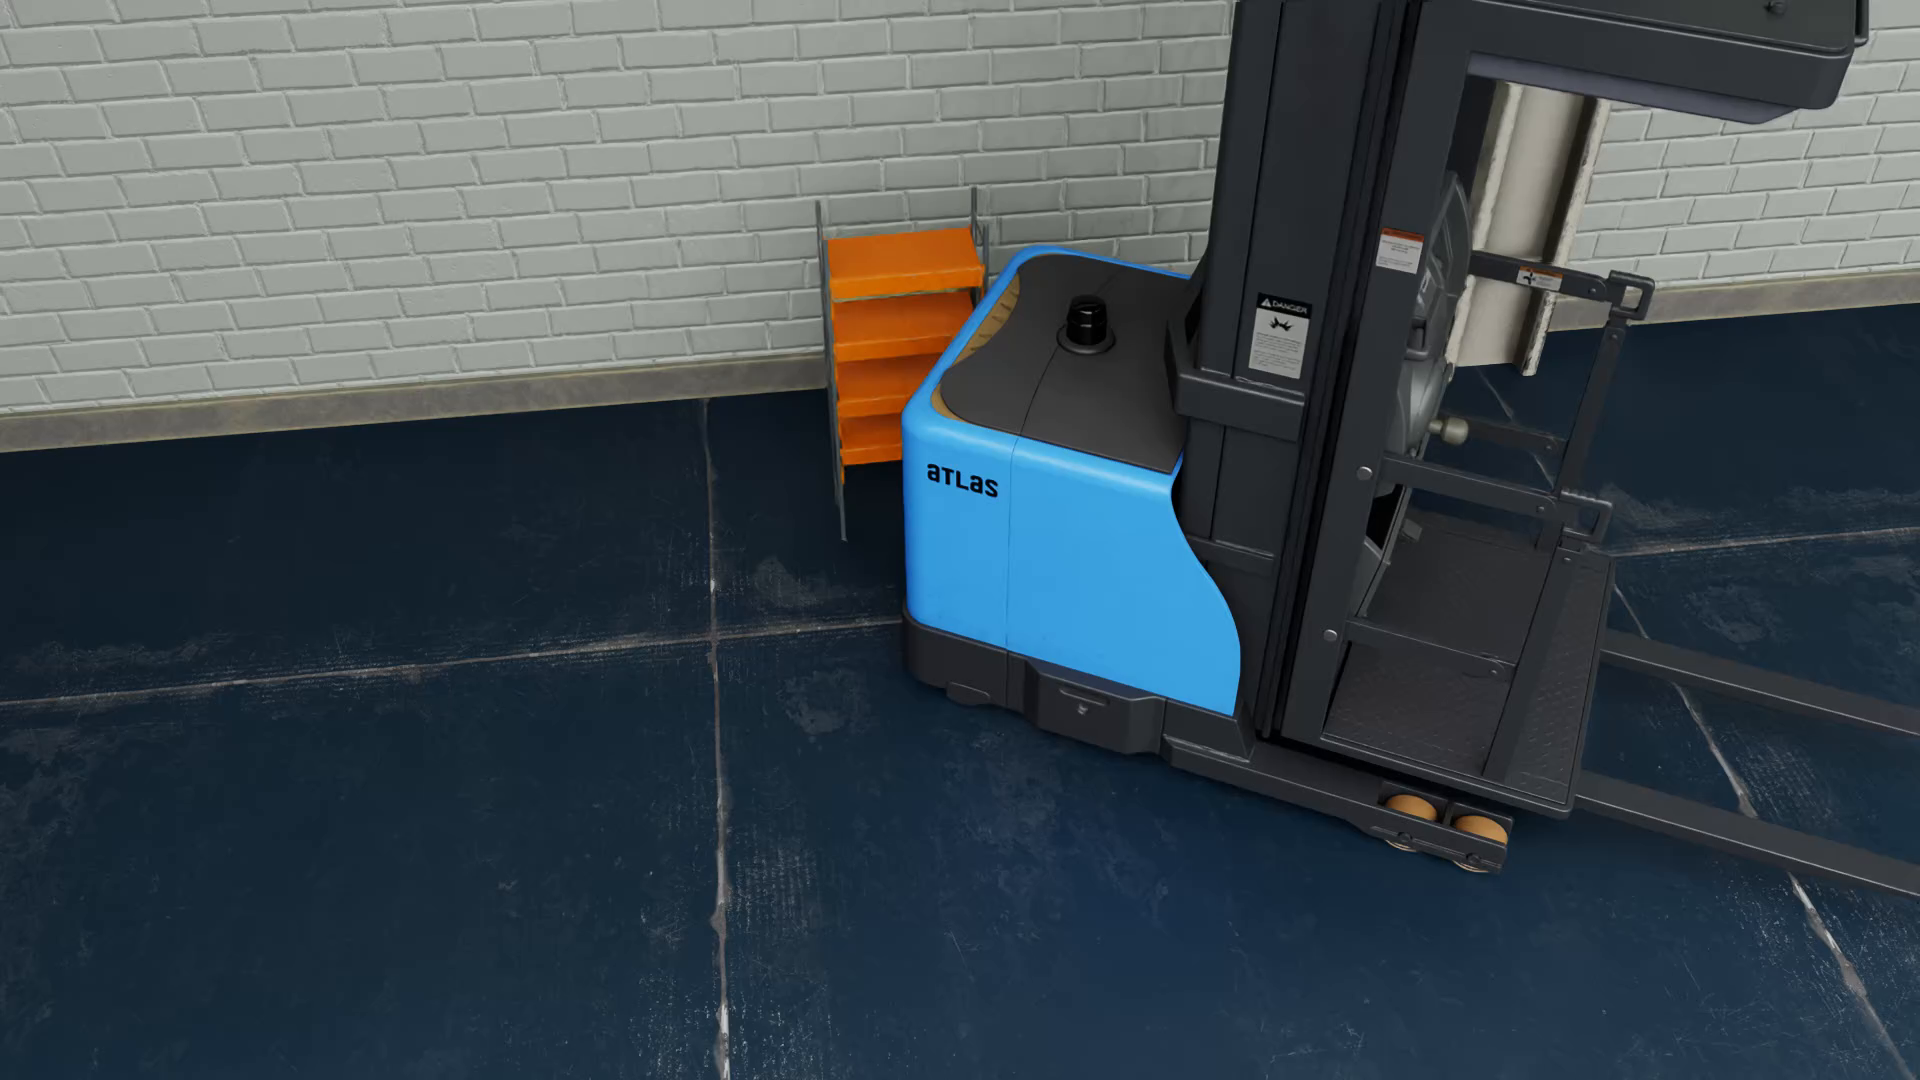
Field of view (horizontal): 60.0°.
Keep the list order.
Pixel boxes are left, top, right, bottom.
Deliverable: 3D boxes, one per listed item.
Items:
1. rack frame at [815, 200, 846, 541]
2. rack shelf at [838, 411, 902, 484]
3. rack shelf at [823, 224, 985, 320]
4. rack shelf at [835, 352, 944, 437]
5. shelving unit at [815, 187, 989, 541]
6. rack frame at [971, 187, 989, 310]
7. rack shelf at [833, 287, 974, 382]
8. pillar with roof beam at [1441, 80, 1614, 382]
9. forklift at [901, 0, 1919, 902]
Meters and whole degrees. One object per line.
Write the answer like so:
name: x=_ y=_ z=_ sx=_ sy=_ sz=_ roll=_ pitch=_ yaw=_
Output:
rack frame: x=-0.420 y=-0.522 z=5.432 sx=0.015 sy=1.200 sz=0.240 roll=-6 pitch=42 yaw=-7
rack shelf: x=-0.179 y=-0.351 z=5.640 sx=0.480 sy=0.148 sz=0.258 roll=-6 pitch=42 yaw=-7
rack shelf: x=-0.179 y=-0.840 z=5.199 sx=0.480 sy=0.148 sz=0.258 roll=-6 pitch=42 yaw=-7
rack shelf: x=-0.179 y=-0.498 z=5.507 sx=0.480 sy=0.148 sz=0.258 roll=-6 pitch=42 yaw=-7
shelving unit: x=-0.179 y=-0.548 z=5.462 sx=0.503 sy=1.200 sz=0.258 roll=-6 pitch=42 yaw=-7
rack frame: x=0.062 y=-0.575 z=5.491 sx=0.015 sy=1.200 sz=0.240 roll=-6 pitch=42 yaw=-7
rack shelf: x=-0.179 y=-0.664 z=5.357 sx=0.480 sy=0.148 sz=0.258 roll=-6 pitch=42 yaw=-7
pillar with roof beam: x=2.581 y=-1.210 z=0.373 sx=0.400 sy=9.000 sz=9.100 roll=-5 pitch=42 yaw=-6
forklift: x=1.390 y=-0.555 z=4.177 sx=3.031 sy=2.935 sz=1.130 roll=16 pitch=44 yaw=17
